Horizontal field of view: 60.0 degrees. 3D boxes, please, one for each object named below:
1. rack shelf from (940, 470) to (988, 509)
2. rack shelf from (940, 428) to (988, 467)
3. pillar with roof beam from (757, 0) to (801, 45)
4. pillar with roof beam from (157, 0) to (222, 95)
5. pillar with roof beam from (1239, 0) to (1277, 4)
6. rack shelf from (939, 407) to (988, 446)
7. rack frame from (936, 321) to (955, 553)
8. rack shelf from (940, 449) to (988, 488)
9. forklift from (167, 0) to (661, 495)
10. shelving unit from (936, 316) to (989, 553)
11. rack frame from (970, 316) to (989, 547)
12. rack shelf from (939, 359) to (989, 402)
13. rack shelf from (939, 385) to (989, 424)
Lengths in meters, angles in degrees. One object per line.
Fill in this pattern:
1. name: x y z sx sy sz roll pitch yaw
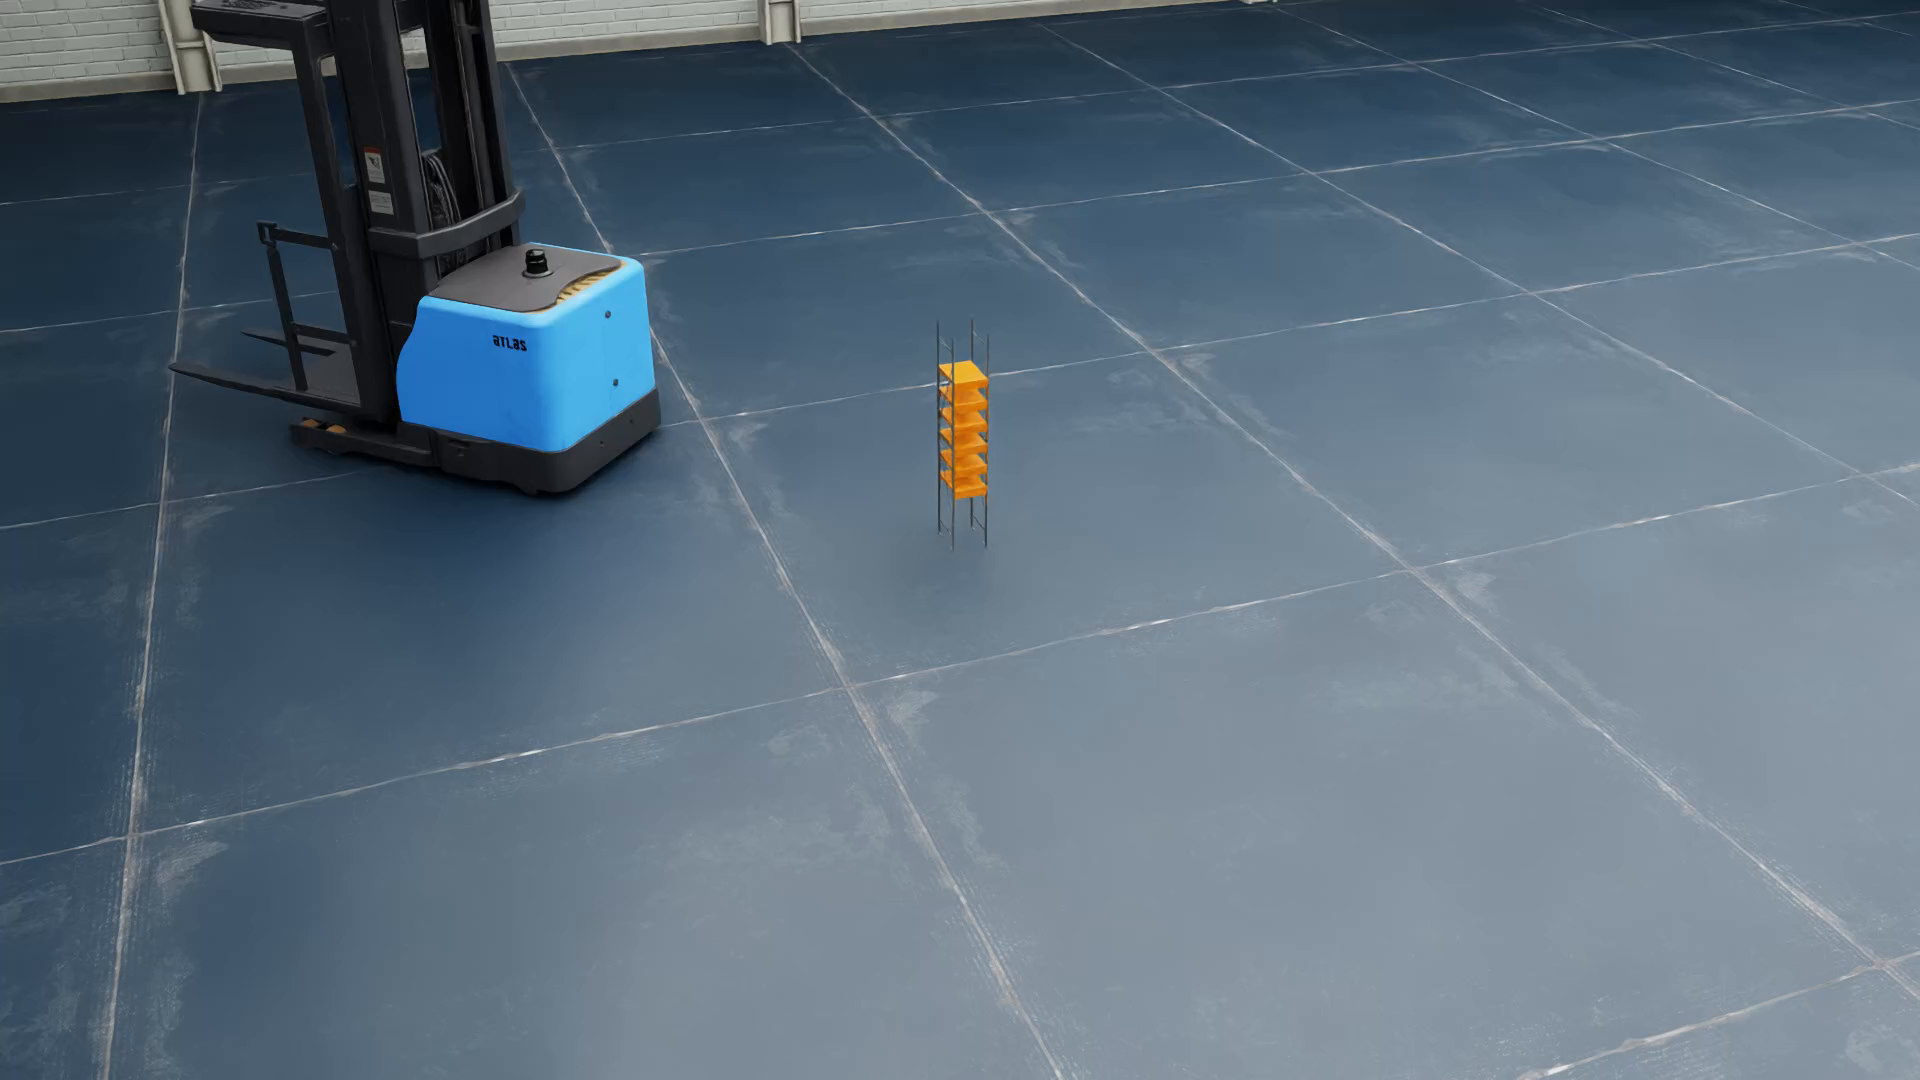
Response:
1. rack shelf: 0.014 -0.277 8.598 0.180 0.103 0.258 -10 31 -18
2. rack shelf: 0.014 -0.485 8.479 0.180 0.103 0.258 -10 31 -18
3. pillar with roof beam: -0.498 -7.473 12.777 0.400 9.000 9.100 -10 31 -18
4. pillar with roof beam: -6.121 -6.438 10.959 0.400 9.000 9.100 -10 31 -18
5. pillar with roof beam: 5.126 -8.509 14.595 0.400 9.000 9.100 -10 31 -18
6. rack shelf: 0.014 -0.589 8.420 0.180 0.103 0.258 -10 31 -18
7. rack frame: -0.072 -0.508 8.430 0.006 1.200 0.240 -10 31 -18
8. rack shelf: 0.014 -0.381 8.539 0.180 0.103 0.258 -10 31 -18
9. forklift: -3.328 -1.992 9.285 3.031 2.935 1.130 12 32 20
10. shelving unit: 0.014 -0.524 8.457 0.189 1.200 0.258 -10 31 -18
11. rack frame: 0.099 -0.540 8.485 0.006 1.200 0.240 -10 31 -18
12. rack shelf: 0.014 -0.798 8.301 0.180 0.103 0.258 -10 31 -18
13. rack shelf: 0.014 -0.694 8.361 0.180 0.103 0.258 -10 31 -18
